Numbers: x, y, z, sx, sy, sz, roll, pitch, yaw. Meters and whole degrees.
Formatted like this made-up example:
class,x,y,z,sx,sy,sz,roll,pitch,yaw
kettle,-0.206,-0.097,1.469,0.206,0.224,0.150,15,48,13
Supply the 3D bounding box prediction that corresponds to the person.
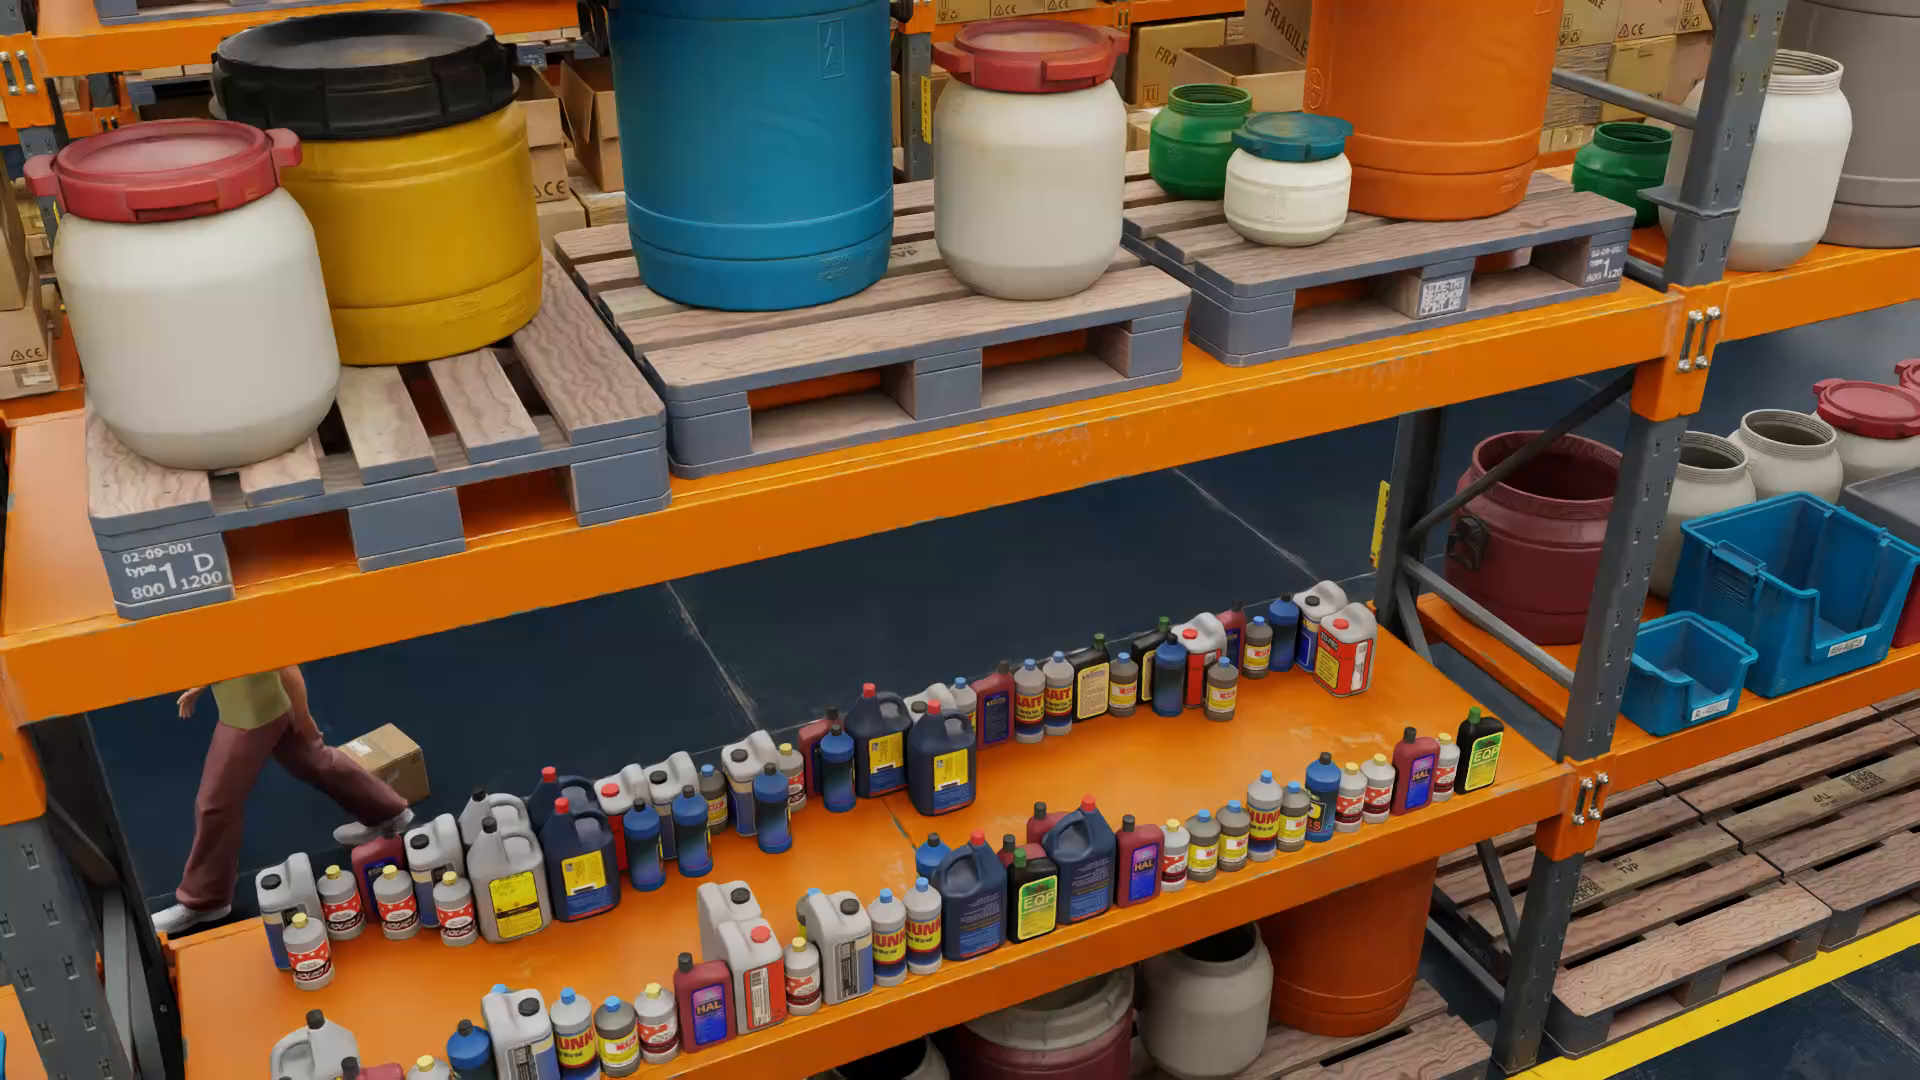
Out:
class,x,y,z,sx,sy,sz,roll,pitch,yaw
person,-2.623,0.603,6.069,1.027,1.609,0.450,-16,33,-26
